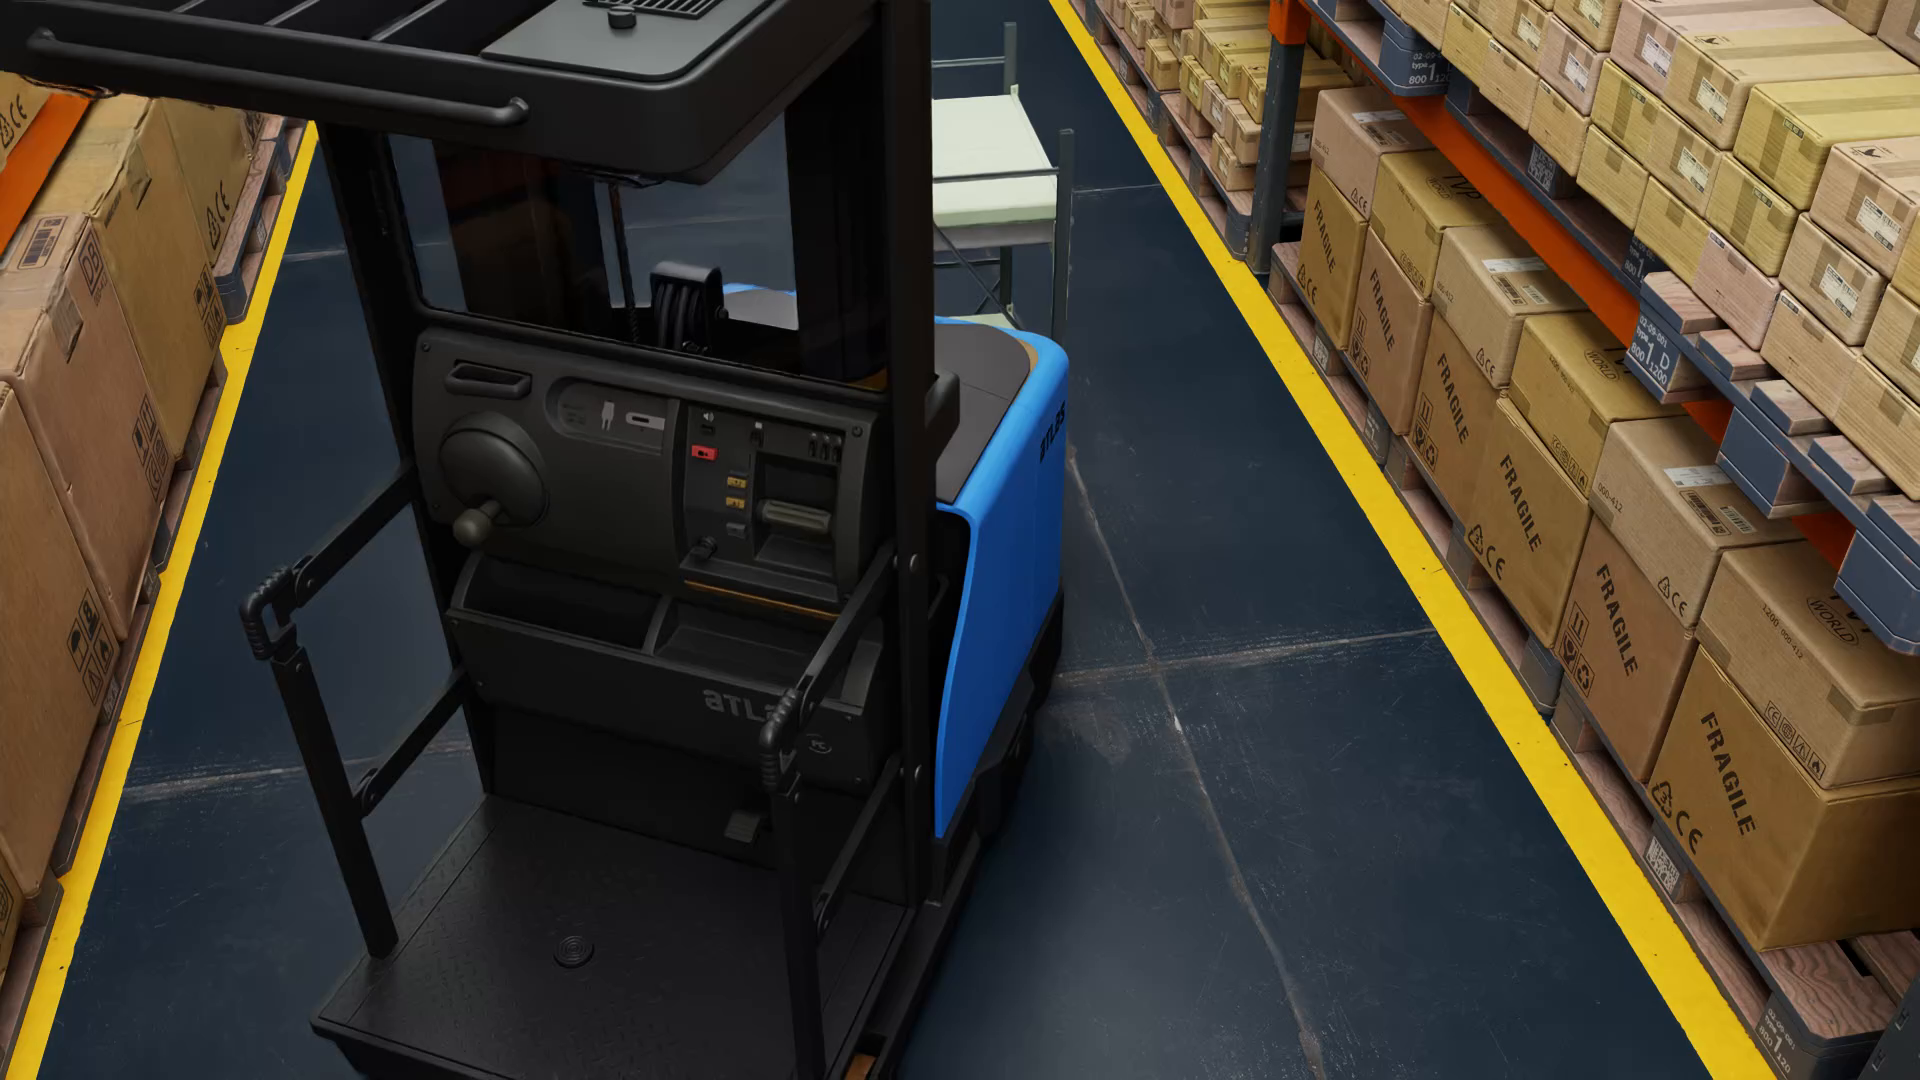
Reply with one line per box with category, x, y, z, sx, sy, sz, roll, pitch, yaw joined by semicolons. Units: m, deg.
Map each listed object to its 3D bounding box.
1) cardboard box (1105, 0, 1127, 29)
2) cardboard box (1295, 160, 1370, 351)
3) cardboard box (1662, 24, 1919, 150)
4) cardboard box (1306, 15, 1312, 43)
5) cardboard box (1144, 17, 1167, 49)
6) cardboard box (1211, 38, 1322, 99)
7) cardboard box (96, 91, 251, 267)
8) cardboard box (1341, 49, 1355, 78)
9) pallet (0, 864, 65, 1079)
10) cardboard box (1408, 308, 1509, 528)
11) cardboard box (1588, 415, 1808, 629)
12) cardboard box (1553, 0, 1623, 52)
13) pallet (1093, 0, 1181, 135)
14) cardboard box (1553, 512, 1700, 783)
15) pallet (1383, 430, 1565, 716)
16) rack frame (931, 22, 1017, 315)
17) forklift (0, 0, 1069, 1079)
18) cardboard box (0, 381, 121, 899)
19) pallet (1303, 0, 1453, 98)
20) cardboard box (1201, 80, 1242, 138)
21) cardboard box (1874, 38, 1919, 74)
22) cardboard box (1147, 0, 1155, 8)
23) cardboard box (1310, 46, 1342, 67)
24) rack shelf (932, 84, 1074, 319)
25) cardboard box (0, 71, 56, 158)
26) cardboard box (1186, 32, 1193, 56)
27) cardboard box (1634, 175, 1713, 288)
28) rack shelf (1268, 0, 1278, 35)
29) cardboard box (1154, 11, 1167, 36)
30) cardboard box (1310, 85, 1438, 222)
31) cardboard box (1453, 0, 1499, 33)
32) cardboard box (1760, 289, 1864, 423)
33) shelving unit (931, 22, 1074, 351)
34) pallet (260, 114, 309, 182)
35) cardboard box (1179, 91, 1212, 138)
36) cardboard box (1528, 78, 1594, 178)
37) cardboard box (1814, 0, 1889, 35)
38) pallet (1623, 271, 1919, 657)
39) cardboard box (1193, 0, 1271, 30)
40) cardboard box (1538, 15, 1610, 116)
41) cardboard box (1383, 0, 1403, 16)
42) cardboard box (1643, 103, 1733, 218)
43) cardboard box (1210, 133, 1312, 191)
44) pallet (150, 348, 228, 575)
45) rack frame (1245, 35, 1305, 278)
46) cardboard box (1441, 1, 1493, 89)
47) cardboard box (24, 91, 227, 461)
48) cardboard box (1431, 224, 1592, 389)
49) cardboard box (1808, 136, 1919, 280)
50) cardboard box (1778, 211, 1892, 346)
cardboard box;0.933;-2.653;8.202;0.380;0.149;0.250;-8;39;-10
cardboard box;1.516;-1.020;5.814;0.500;0.500;0.500;-5;38;-6
cardboard box;1.674;-0.920;3.367;0.380;0.149;0.250;-5;38;-7
cardboard box;1.640;-2.297;7.258;0.380;0.149;0.250;-7;38;-9
cardboard box;1.082;-2.347;7.807;0.380;0.149;0.250;-6;38;-7
cardboard box;1.245;-1.929;6.784;0.380;0.149;0.250;-6;38;-7
cardboard box;-3.290;-1.578;6.226;0.875;0.875;0.875;-6;38;-8
cardboard box;1.801;-1.995;6.869;0.380;0.149;0.250;-4;38;-6
pallet;-2.616;1.189;3.548;1.003;0.211;1.213;-6;38;-8
cardboard box;1.716;-0.386;4.997;0.500;0.500;0.500;-6;38;-7
cardboard box;1.872;-0.064;3.972;0.500;0.250;0.500;-6;38;-7
cardboard box;1.587;-1.230;3.766;0.380;0.149;0.250;-4;38;-6
pallet;1.278;-2.356;8.110;1.003;0.211;1.213;-6;38;-8
cardboard box;1.889;0.237;4.195;0.500;0.500;0.500;-5;38;-6
pallet;2.003;-0.007;5.087;1.003;0.211;1.213;-6;38;-8
rack frame;-0.038;-0.841;5.110;0.400;1.500;0.023;-6;38;-8
forklift;-0.673;-0.058;2.936;1.130;2.935;3.031;12;39;15
cardboard box;-2.801;0.287;3.825;1.225;0.875;0.875;-6;38;-8
pallet;1.638;-1.764;5.231;1.003;0.211;1.213;-6;38;-8
cardboard box;1.220;-1.792;6.851;0.380;0.149;0.250;-8;39;-10
cardboard box;2.275;-1.026;3.745;0.380;0.149;0.250;-6;38;-8
cardboard box;1.028;-2.558;7.595;0.380;0.149;0.250;-8;38;-10
cardboard box;1.688;-2.014;7.136;0.380;0.149;0.250;-6;38;-8
rack shelf;0.023;-0.928;4.585;0.431;0.370;0.720;-6;38;-8
cardboard box;-2.822;-1.331;4.437;0.500;0.500;0.500;-5;38;-7
cardboard box;1.208;-2.114;7.265;0.380;0.149;0.250;-6;38;-8
cardboard box;1.683;-0.672;3.533;0.380;0.149;0.250;-7;38;-9
rack shelf;1.297;-3.241;7.563;1.077;0.370;4.000;-6;38;-8
cardboard box;1.117;-2.430;7.672;0.380;0.149;0.250;-8;39;-10
cardboard box;1.517;-1.317;5.584;0.500;0.250;0.500;-8;39;-10
cardboard box;1.499;-1.421;4.255;0.380;0.149;0.250;-7;38;-9
cardboard box;1.768;-0.366;3.138;0.380;0.149;0.250;-6;38;-8
shelving unit;0.023;-0.619;4.825;0.431;1.500;0.755;-6;38;-8
pallet;-3.527;-1.949;7.587;1.003;0.211;1.213;-6;38;-8
cardboard box;1.170;-1.875;7.201;0.380;0.149;0.250;-7;38;-9
cardboard box;1.590;-0.991;3.943;0.380;0.149;0.250;-5;38;-7
cardboard box;2.227;-1.296;3.851;0.380;0.149;0.250;-5;38;-7
pallet;2.119;-0.244;3.275;1.213;0.211;1.003;-6;38;-8
cardboard box;1.226;-2.243;7.189;0.380;0.149;0.250;-5;38;-6
cardboard box;1.586;-1.113;3.858;0.380;0.149;0.250;-5;38;-7
cardboard box;1.401;-1.626;4.760;0.380;0.149;0.250;-6;38;-7
cardboard box;1.674;-0.805;3.461;0.380;0.149;0.250;-6;38;-8
cardboard box;1.244;-1.557;6.790;0.380;0.149;0.250;-6;38;-7
pallet;-3.044;-0.285;5.445;1.003;0.211;1.213;-6;38;-8
rack frame;1.648;-2.317;5.787;1.000;3.000;0.127;-6;38;-8
cardboard box;1.498;-1.308;4.351;0.380;0.149;0.250;-7;38;-9
cardboard box;-3.121;-0.787;5.207;1.225;0.875;0.875;-6;38;-8
cardboard box;1.698;-0.687;4.773;0.500;0.250;0.500;-5;38;-6
cardboard box;1.770;-0.601;2.956;0.380;0.149;0.250;-7;38;-9
cardboard box;1.766;-0.495;3.062;0.380;0.149;0.250;-5;38;-6
